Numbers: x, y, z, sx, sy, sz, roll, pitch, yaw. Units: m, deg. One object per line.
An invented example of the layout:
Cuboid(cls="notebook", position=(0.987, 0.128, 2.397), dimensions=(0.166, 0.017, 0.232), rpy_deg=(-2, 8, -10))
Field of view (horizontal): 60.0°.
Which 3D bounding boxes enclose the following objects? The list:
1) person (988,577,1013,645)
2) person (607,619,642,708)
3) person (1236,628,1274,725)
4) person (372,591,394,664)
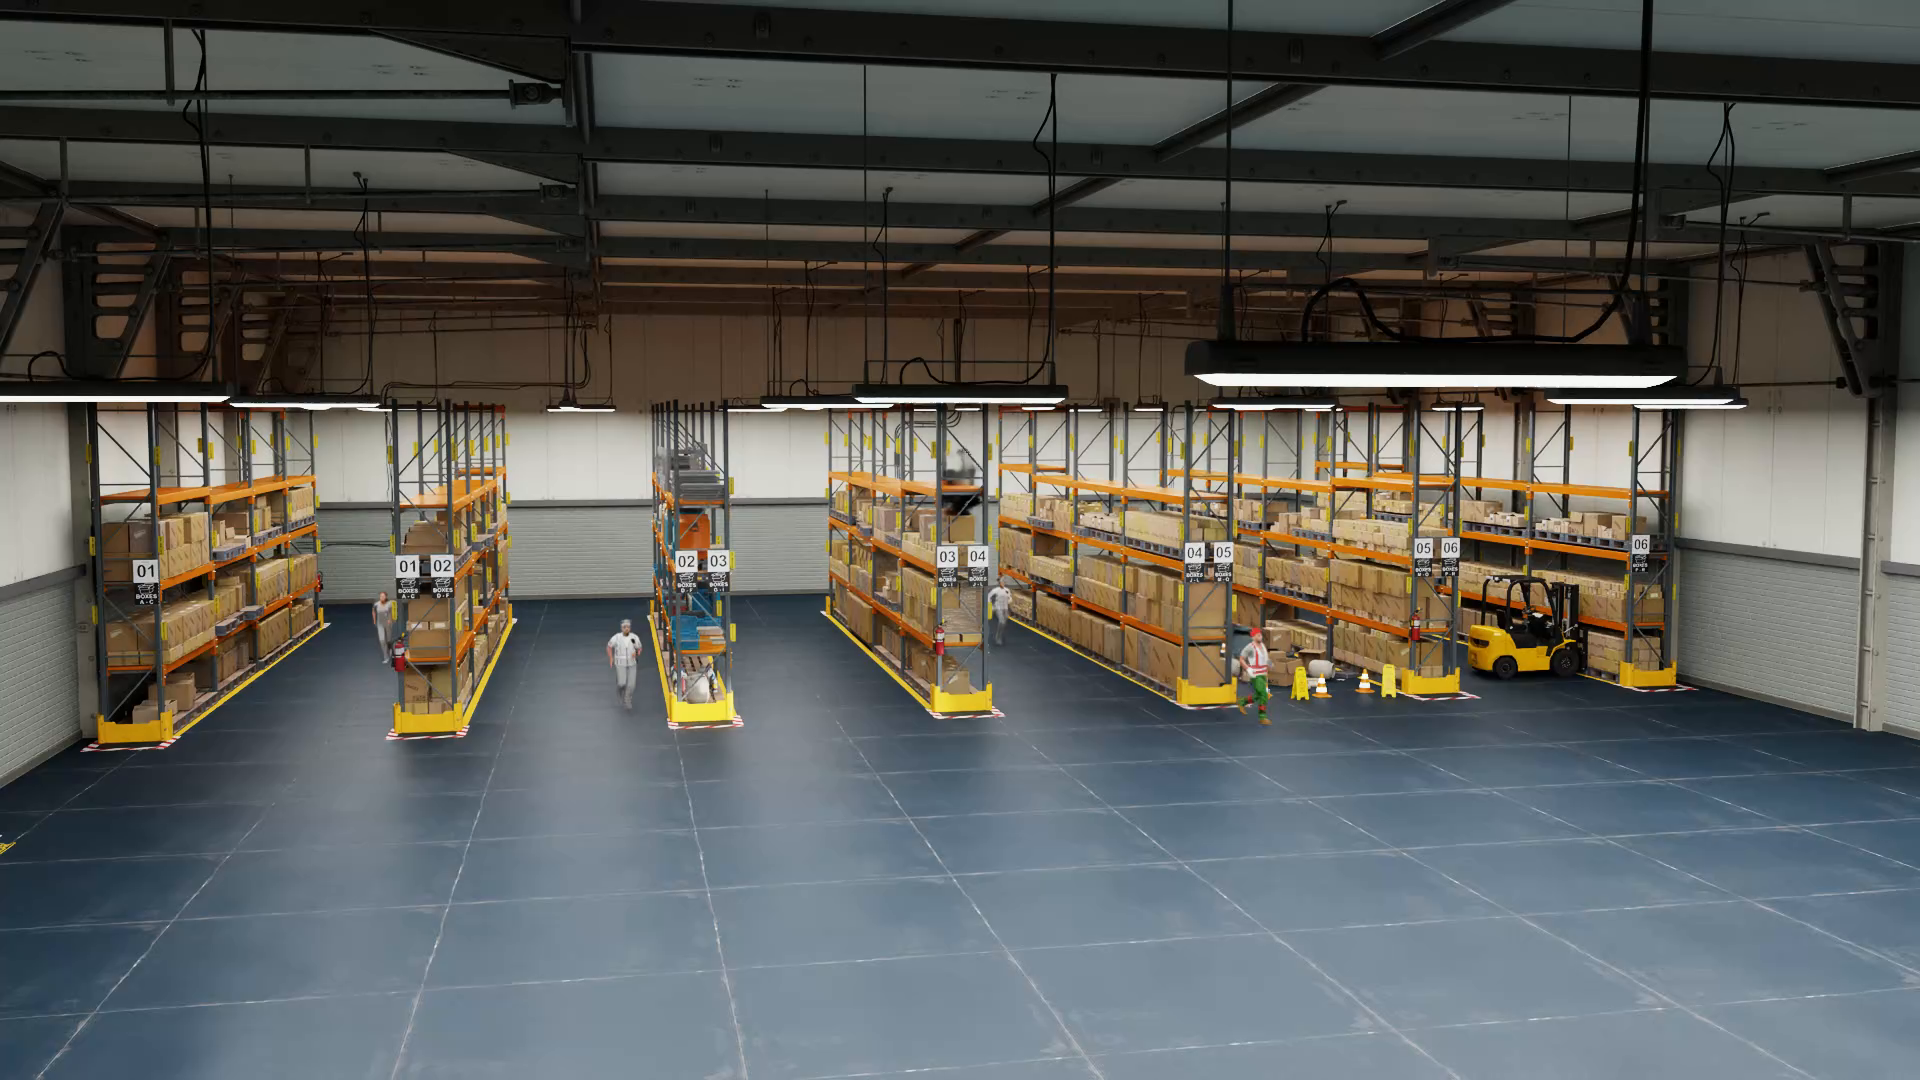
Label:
Cuboid(cls="person", position=(1.035, 1.761, 41.429), dimensions=(0.577, 1.715, 0.696), rpy_deg=(-2, 5, -26))
Cuboid(cls="person", position=(-6.486, 2.413, 32.309), dimensions=(0.658, 1.734, 0.602), rpy_deg=(-2, 5, -21))
Cuboid(cls="person", position=(5.493, 2.516, 30.919), dimensions=(0.817, 1.779, 0.646), rpy_deg=(4, 6, 44))
Cuboid(cls="person", position=(-13.331, 2.005, 38.561), dimensions=(0.588, 1.655, 0.893), rpy_deg=(-1, 4, -8))
